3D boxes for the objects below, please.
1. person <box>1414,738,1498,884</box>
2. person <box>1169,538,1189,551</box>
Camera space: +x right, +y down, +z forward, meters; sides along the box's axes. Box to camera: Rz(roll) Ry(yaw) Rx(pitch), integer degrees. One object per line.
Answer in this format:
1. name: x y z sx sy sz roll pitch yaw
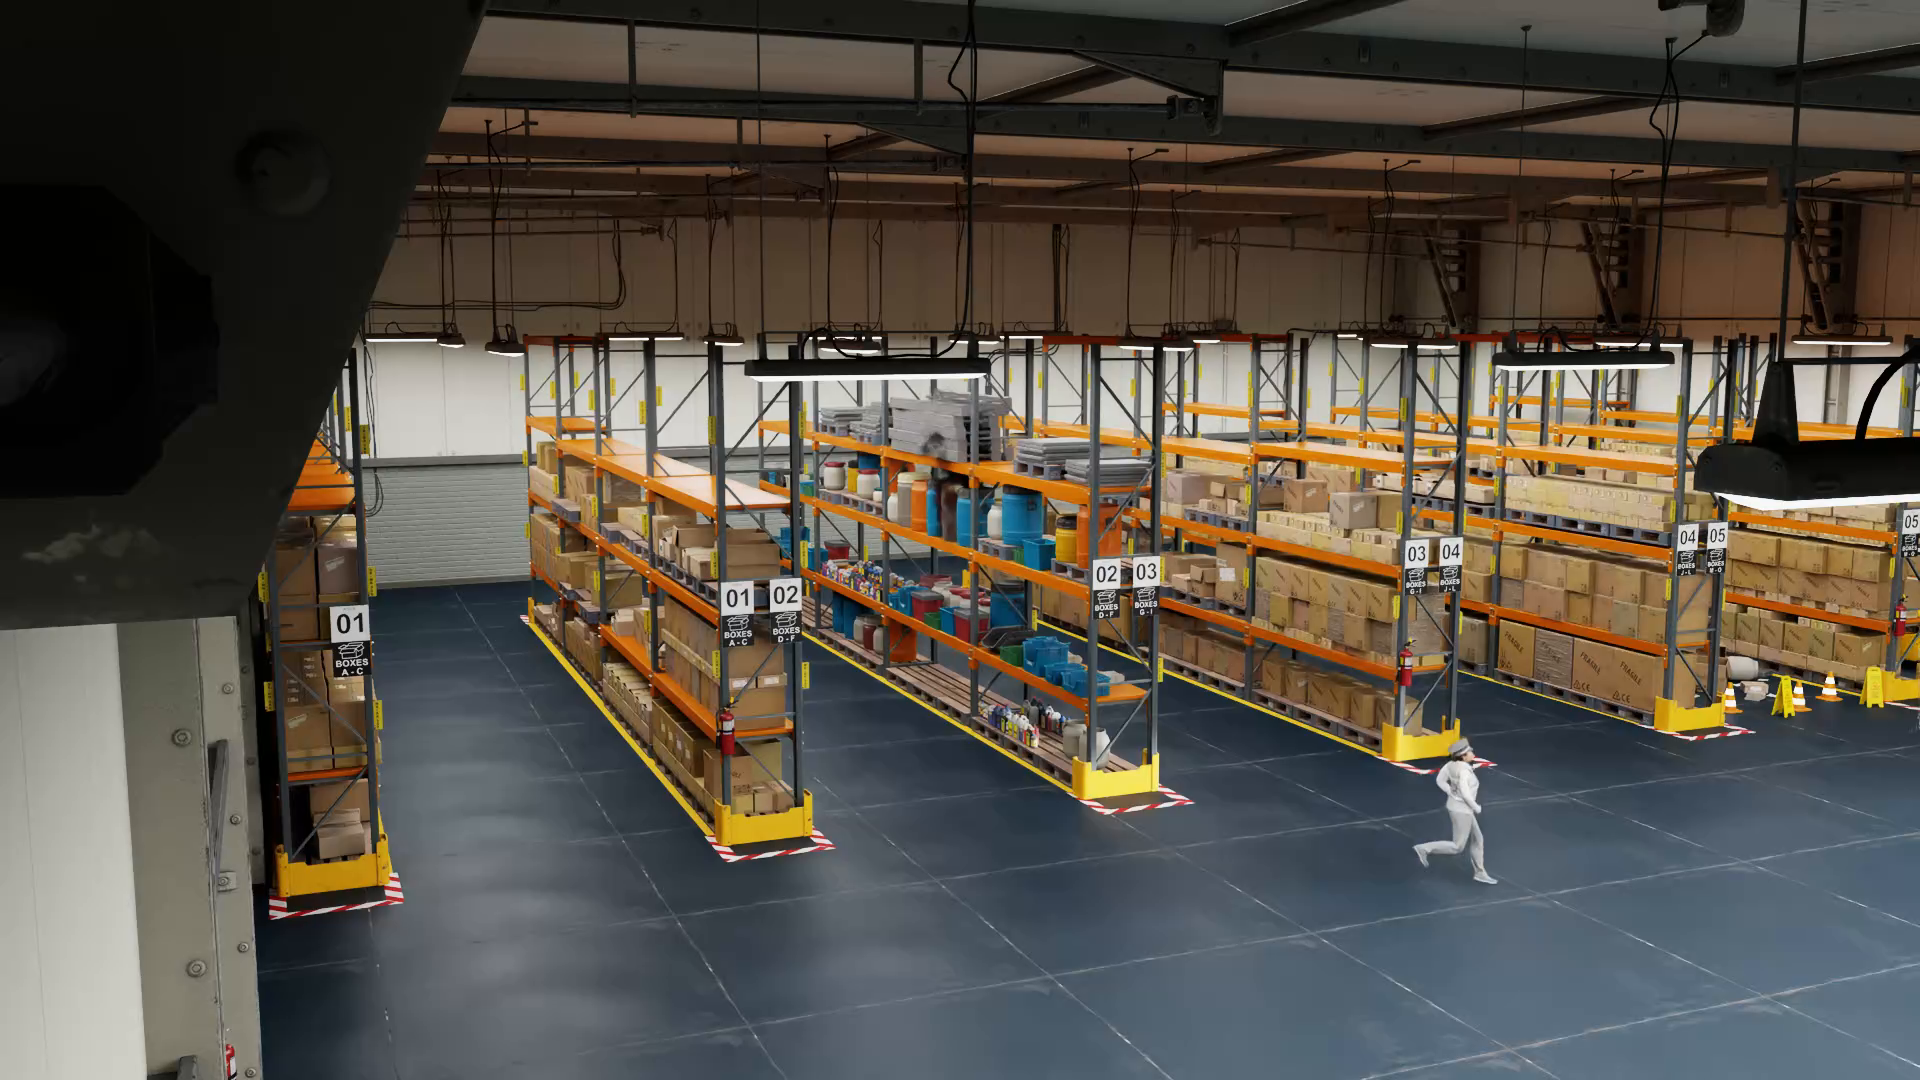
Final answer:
1. person: 5.587 3.058 18.675 0.976 1.688 0.597 0 8 3
2. person: 5.554 -0.058 41.963 0.509 1.668 0.887 3 8 22
